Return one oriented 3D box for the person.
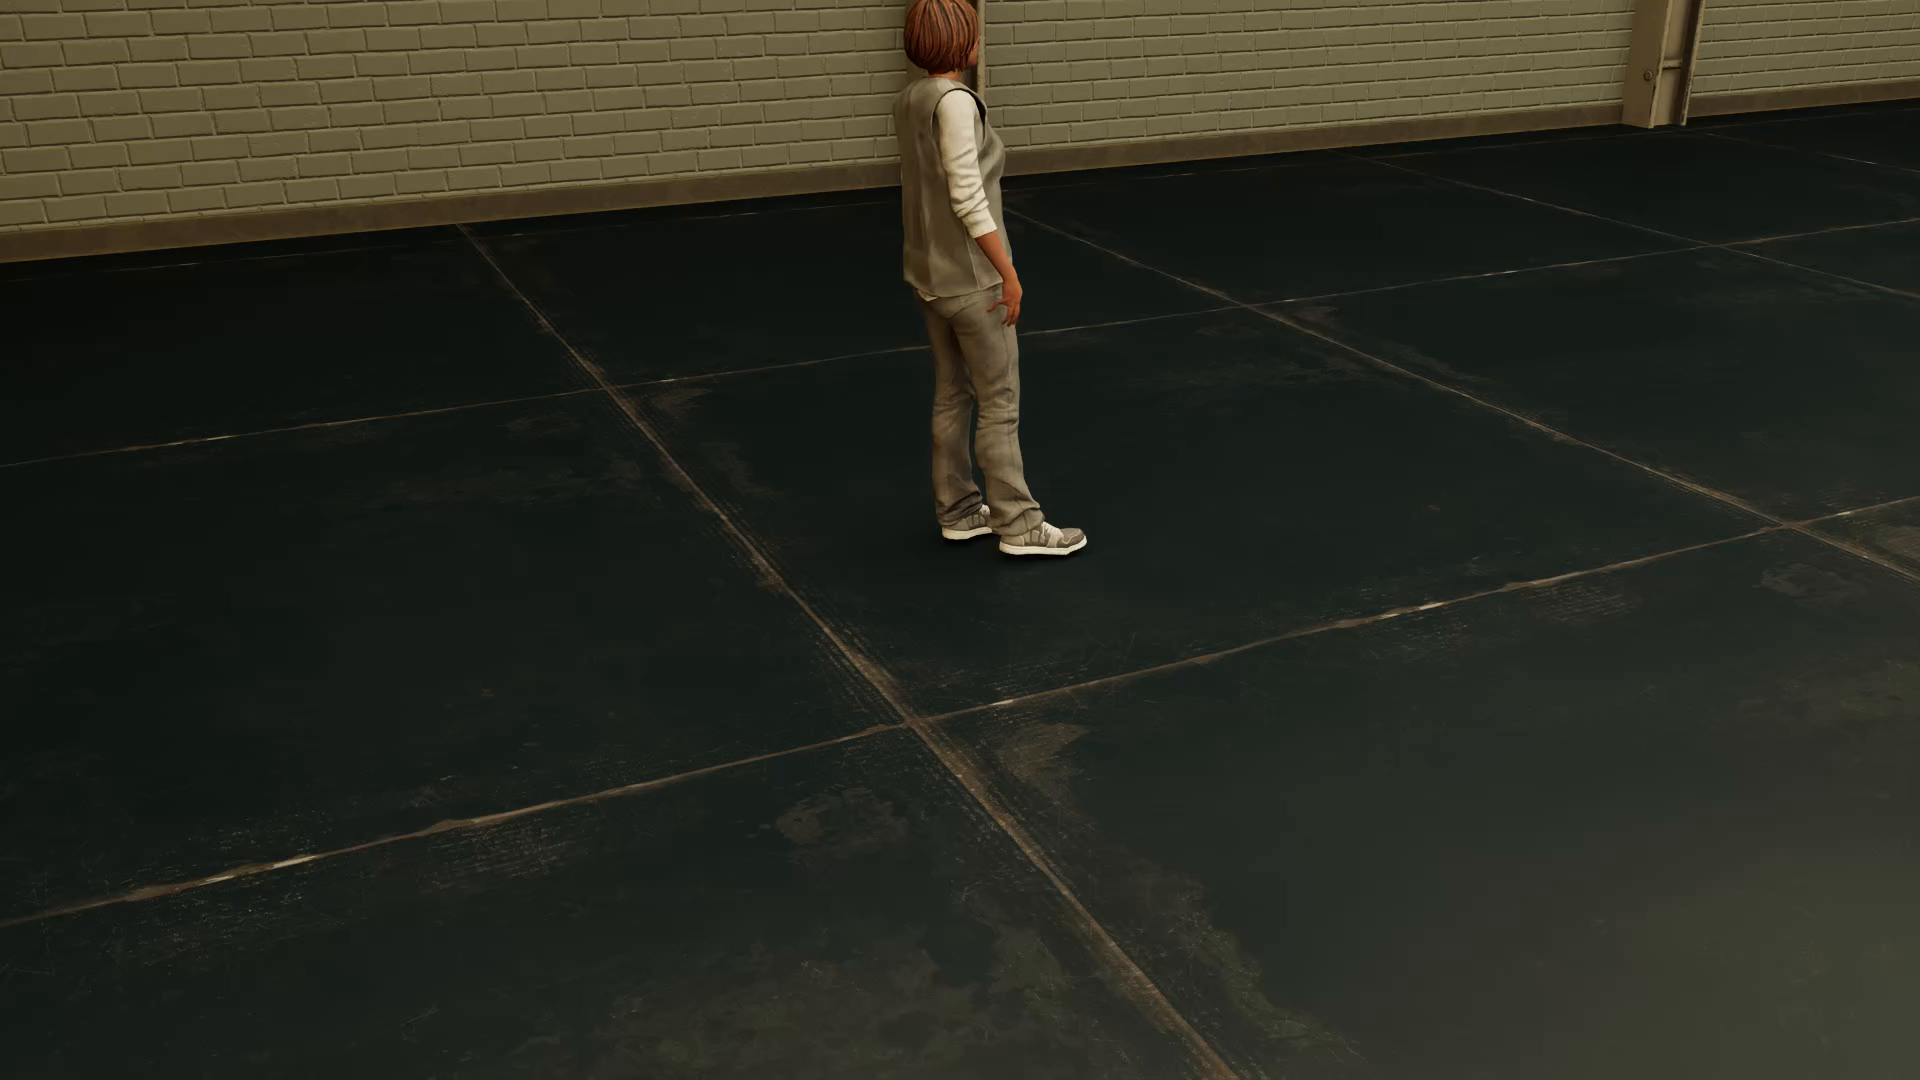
[{"bbox_3d":[0.073,-0.751,4.816,0.473,1.599,0.521,-10,25,-23],"label":"person"}]
